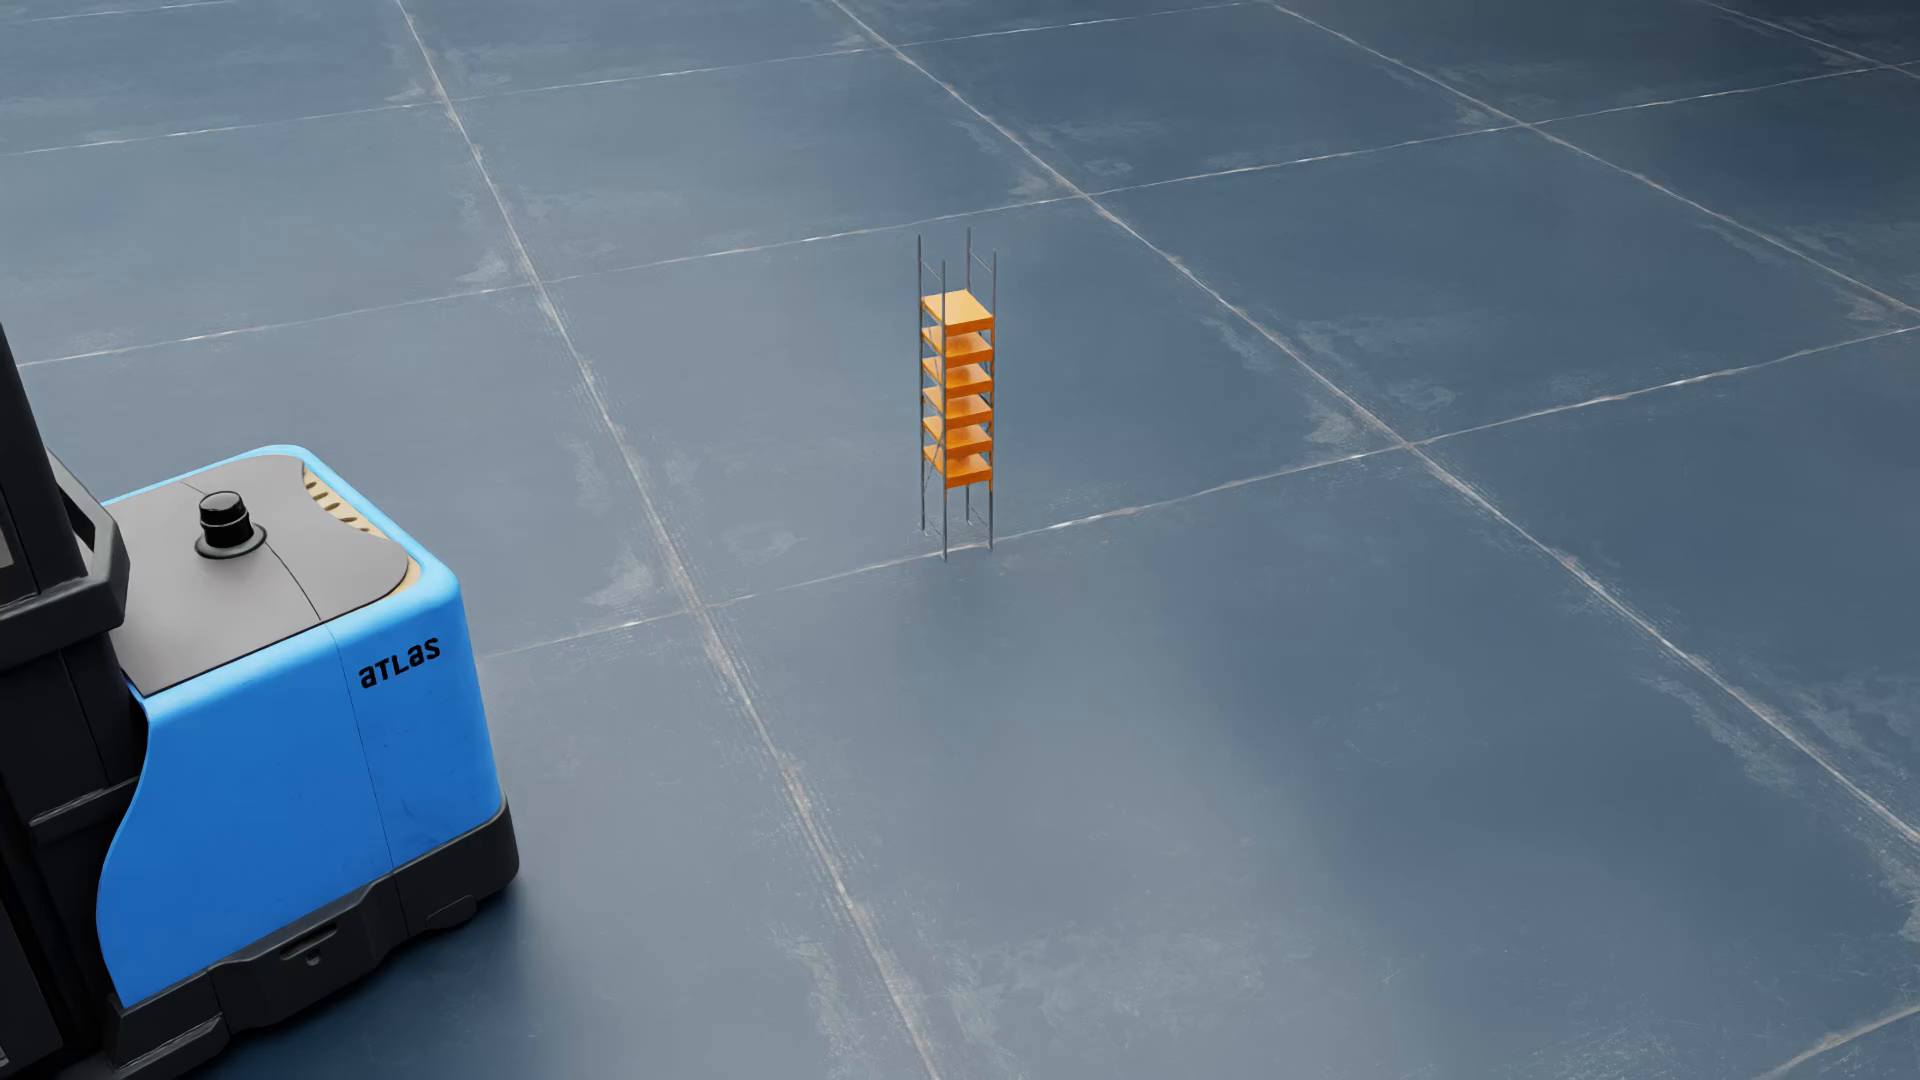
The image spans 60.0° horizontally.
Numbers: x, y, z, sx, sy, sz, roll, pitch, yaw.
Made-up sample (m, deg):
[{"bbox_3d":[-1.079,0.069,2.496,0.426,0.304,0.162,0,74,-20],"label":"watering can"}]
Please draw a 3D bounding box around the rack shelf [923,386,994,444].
[{"bbox_3d":[-0.013,-0.463,5.942,0.180,0.103,0.258,-13,35,-19],"label":"rack shelf"}]

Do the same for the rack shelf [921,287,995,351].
[{"bbox_3d":[-0.013,-0.764,5.746,0.180,0.103,0.258,-13,35,-19],"label":"rack shelf"}]

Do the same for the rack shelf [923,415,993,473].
[{"bbox_3d":[-0.013,-0.362,6.008,0.180,0.103,0.258,-13,35,-19],"label":"rack shelf"}]

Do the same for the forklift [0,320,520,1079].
[{"bbox_3d":[-2.670,0.113,3.389,3.031,2.935,1.130,-27,42,-35],"label":"forklift"}]

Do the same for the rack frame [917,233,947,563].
[{"bbox_3d":[-0.098,-0.481,5.888,0.006,1.200,0.240,-13,35,-19],"label":"rack frame"}]

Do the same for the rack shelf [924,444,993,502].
[{"bbox_3d":[-0.013,-0.261,6.073,0.180,0.103,0.258,-13,35,-19],"label":"rack shelf"}]

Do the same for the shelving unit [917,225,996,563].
[{"bbox_3d":[-0.013,-0.500,5.918,0.189,1.200,0.258,-13,35,-19],"label":"shelving unit"}]

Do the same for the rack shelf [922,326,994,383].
[{"bbox_3d":[-0.013,-0.664,5.811,0.180,0.103,0.258,-13,35,-19],"label":"rack shelf"}]

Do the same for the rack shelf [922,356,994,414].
[{"bbox_3d":[-0.013,-0.563,5.877,0.180,0.103,0.258,-13,35,-19],"label":"rack shelf"}]

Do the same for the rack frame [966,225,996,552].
[{"bbox_3d":[0.071,-0.519,5.948,0.006,1.200,0.240,-13,35,-19],"label":"rack frame"}]
